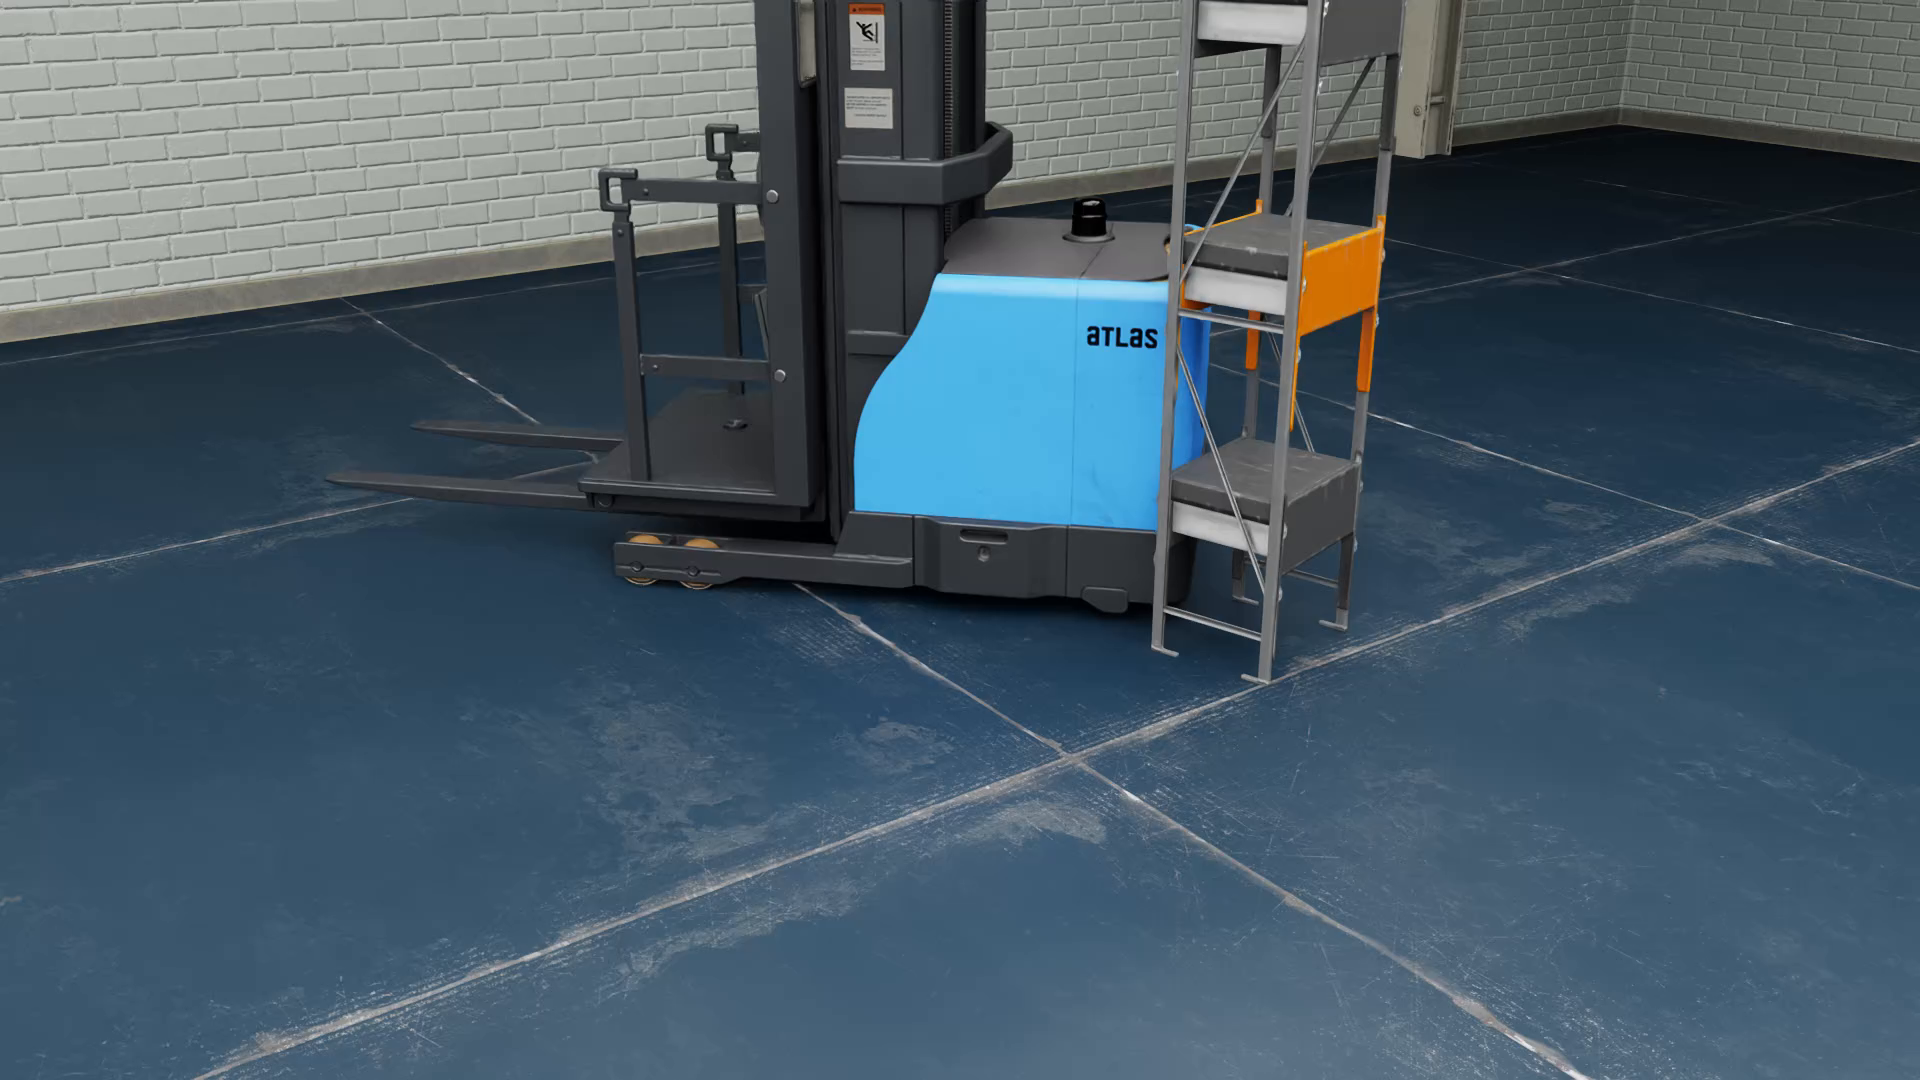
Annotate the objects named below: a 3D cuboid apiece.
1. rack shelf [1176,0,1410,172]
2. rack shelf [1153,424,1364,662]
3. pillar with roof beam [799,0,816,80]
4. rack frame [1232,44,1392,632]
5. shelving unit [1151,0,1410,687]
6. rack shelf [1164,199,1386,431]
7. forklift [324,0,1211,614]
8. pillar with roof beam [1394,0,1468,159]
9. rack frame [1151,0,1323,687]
[{"bbox_3d":[0.894,-1.304,4.480,0.431,0.518,0.480,17,27,35],"label":"rack shelf"},{"bbox_3d":[0.894,-0.004,4.999,0.431,0.518,0.480,17,27,35],"label":"rack shelf"},{"bbox_3d":[1.554,-4.854,5.918,0.400,9.000,9.100,-15,26,-33],"label":"pillar with roof beam"},{"bbox_3d":[1.047,-0.737,4.911,0.400,2.100,0.015,17,27,35],"label":"rack frame"},{"bbox_3d":[0.894,-0.667,4.735,0.431,2.100,0.503,17,27,35],"label":"shelving unit"},{"bbox_3d":[0.894,-0.654,4.740,0.431,0.518,0.480,17,27,35],"label":"rack shelf"},{"bbox_3d":[-0.683,-1.384,5.409,3.031,2.935,1.130,4,22,10],"label":"forklift"},{"bbox_3d":[6.424,-6.152,9.173,0.400,9.000,9.100,-15,26,-33],"label":"pillar with roof beam"},{"bbox_3d":[0.742,-0.596,4.558,0.400,2.100,0.015,17,27,35],"label":"rack frame"}]
